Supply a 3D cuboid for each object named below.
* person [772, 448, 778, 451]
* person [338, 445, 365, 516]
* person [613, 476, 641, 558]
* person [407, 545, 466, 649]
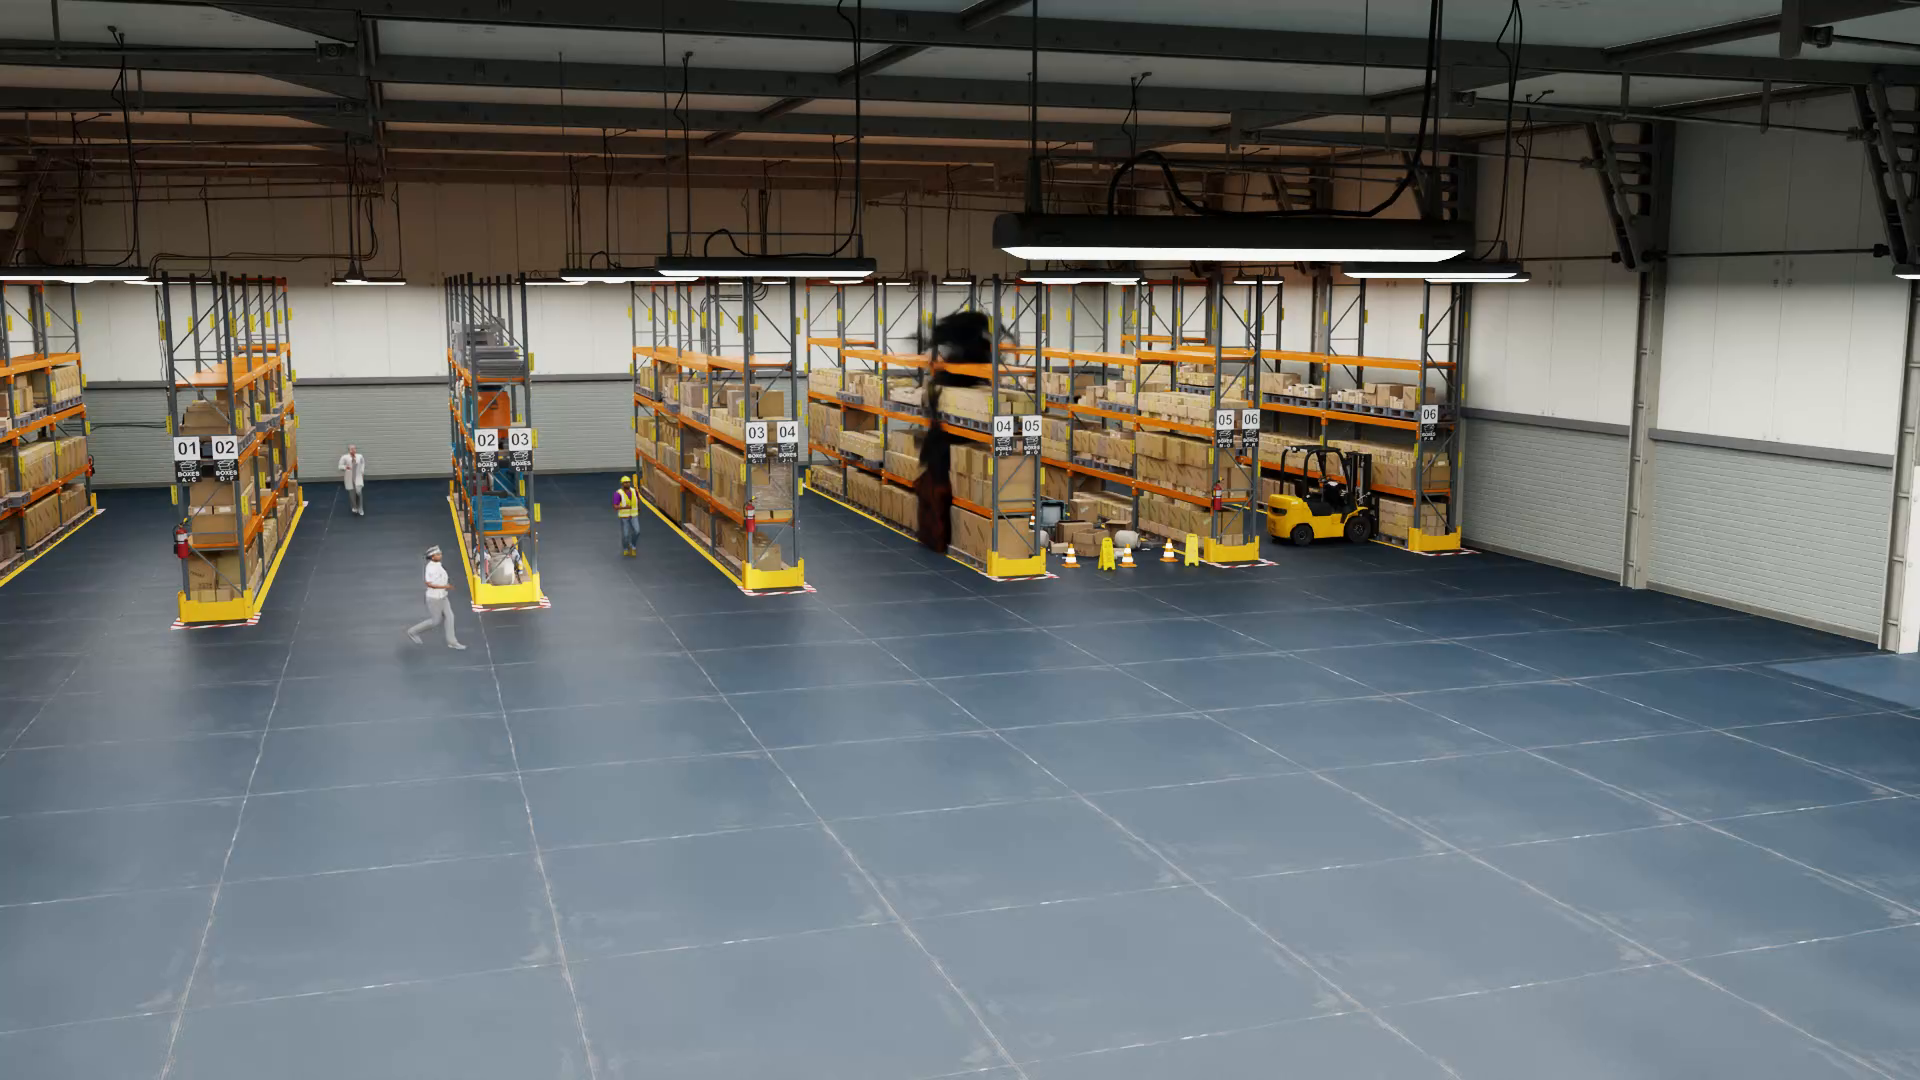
[{"bbox_3d":[-5.230,-2.208,46.825,0.609,1.689,0.861,-1,9,-8],"label":"person"},{"bbox_3d":[-15.422,-1.500,42.247,0.666,1.837,0.812,-4,10,-26],"label":"person"},{"bbox_3d":[-7.086,-0.493,35.511,0.652,1.752,0.701,-4,10,-27],"label":"person"},{"bbox_3d":[-8.343,0.920,26.411,0.892,1.696,0.545,0,9,-2],"label":"person"}]
